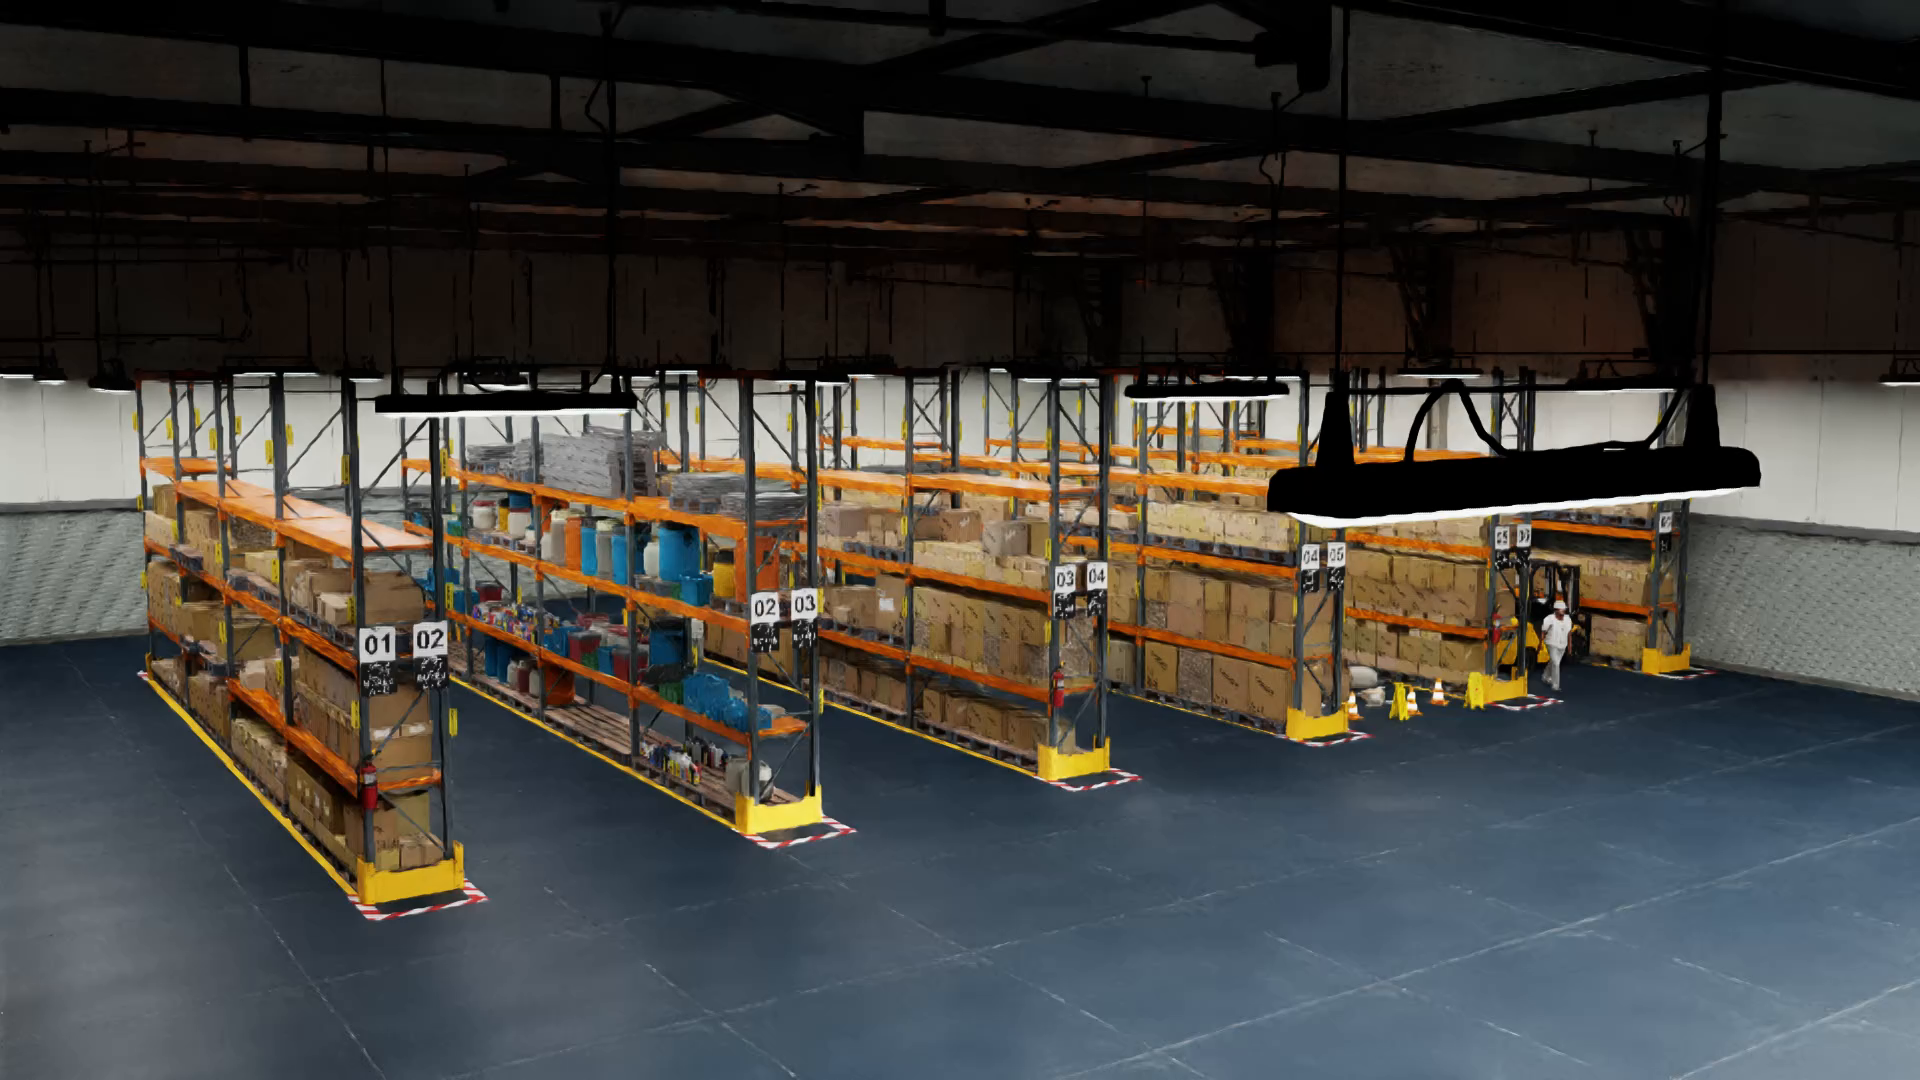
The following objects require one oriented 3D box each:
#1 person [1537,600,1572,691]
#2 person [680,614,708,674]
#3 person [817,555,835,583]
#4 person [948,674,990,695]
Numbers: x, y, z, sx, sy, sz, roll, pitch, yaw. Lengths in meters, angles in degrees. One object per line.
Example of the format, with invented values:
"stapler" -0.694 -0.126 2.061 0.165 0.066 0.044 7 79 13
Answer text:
"person" 11.207 1.961 31.289 0.614 1.709 0.964 -2 7 -15
"person" -5.187 1.894 32.338 0.625 1.611 0.582 -5 8 -36
"person" -3.340 0.707 41.933 0.681 1.774 0.445 3 7 23
"person" 0.124 2.050 30.820 0.456 1.589 1.088 -4 8 -31
